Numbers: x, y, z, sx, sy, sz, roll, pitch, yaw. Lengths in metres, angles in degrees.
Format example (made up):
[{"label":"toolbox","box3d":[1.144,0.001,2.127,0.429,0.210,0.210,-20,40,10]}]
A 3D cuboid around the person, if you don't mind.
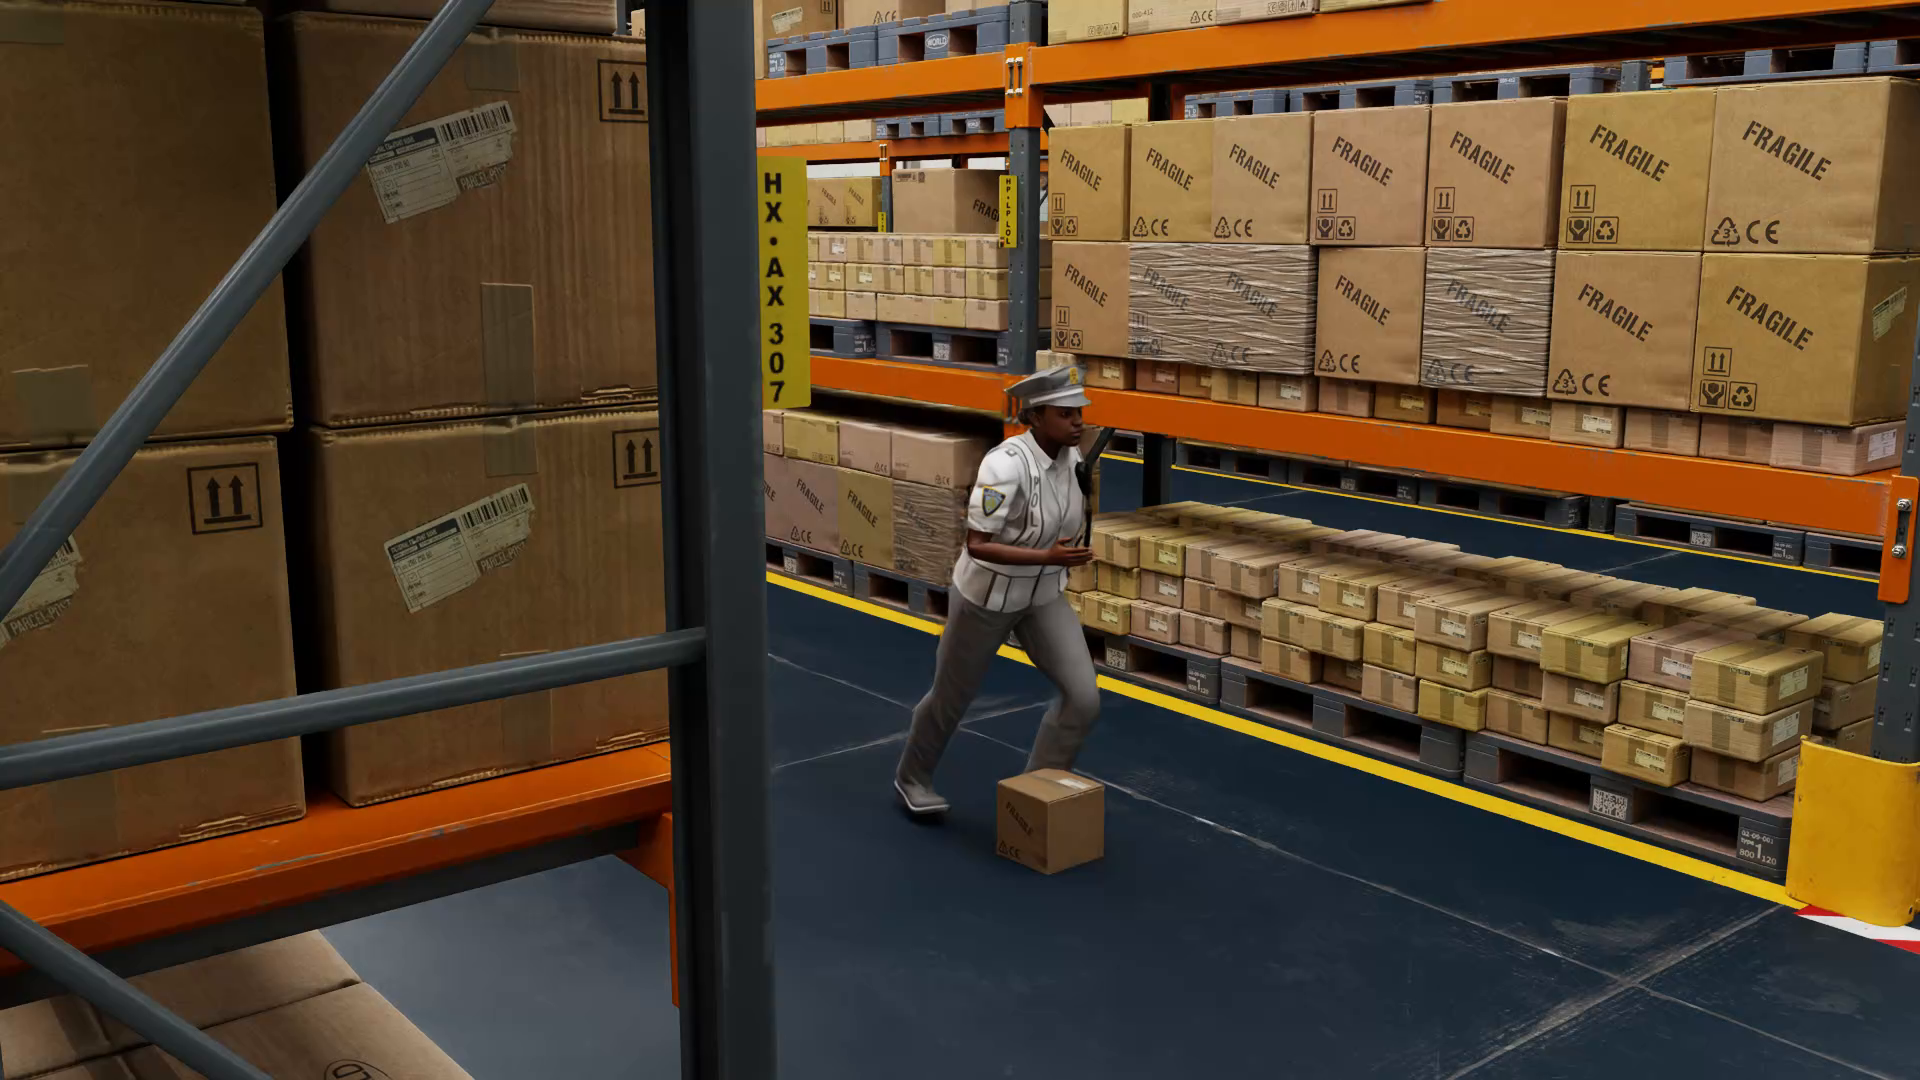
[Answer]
[{"label":"person","box3d":[0.180,0.205,5.511,0.570,1.615,0.923,-8,13,-35]}]
